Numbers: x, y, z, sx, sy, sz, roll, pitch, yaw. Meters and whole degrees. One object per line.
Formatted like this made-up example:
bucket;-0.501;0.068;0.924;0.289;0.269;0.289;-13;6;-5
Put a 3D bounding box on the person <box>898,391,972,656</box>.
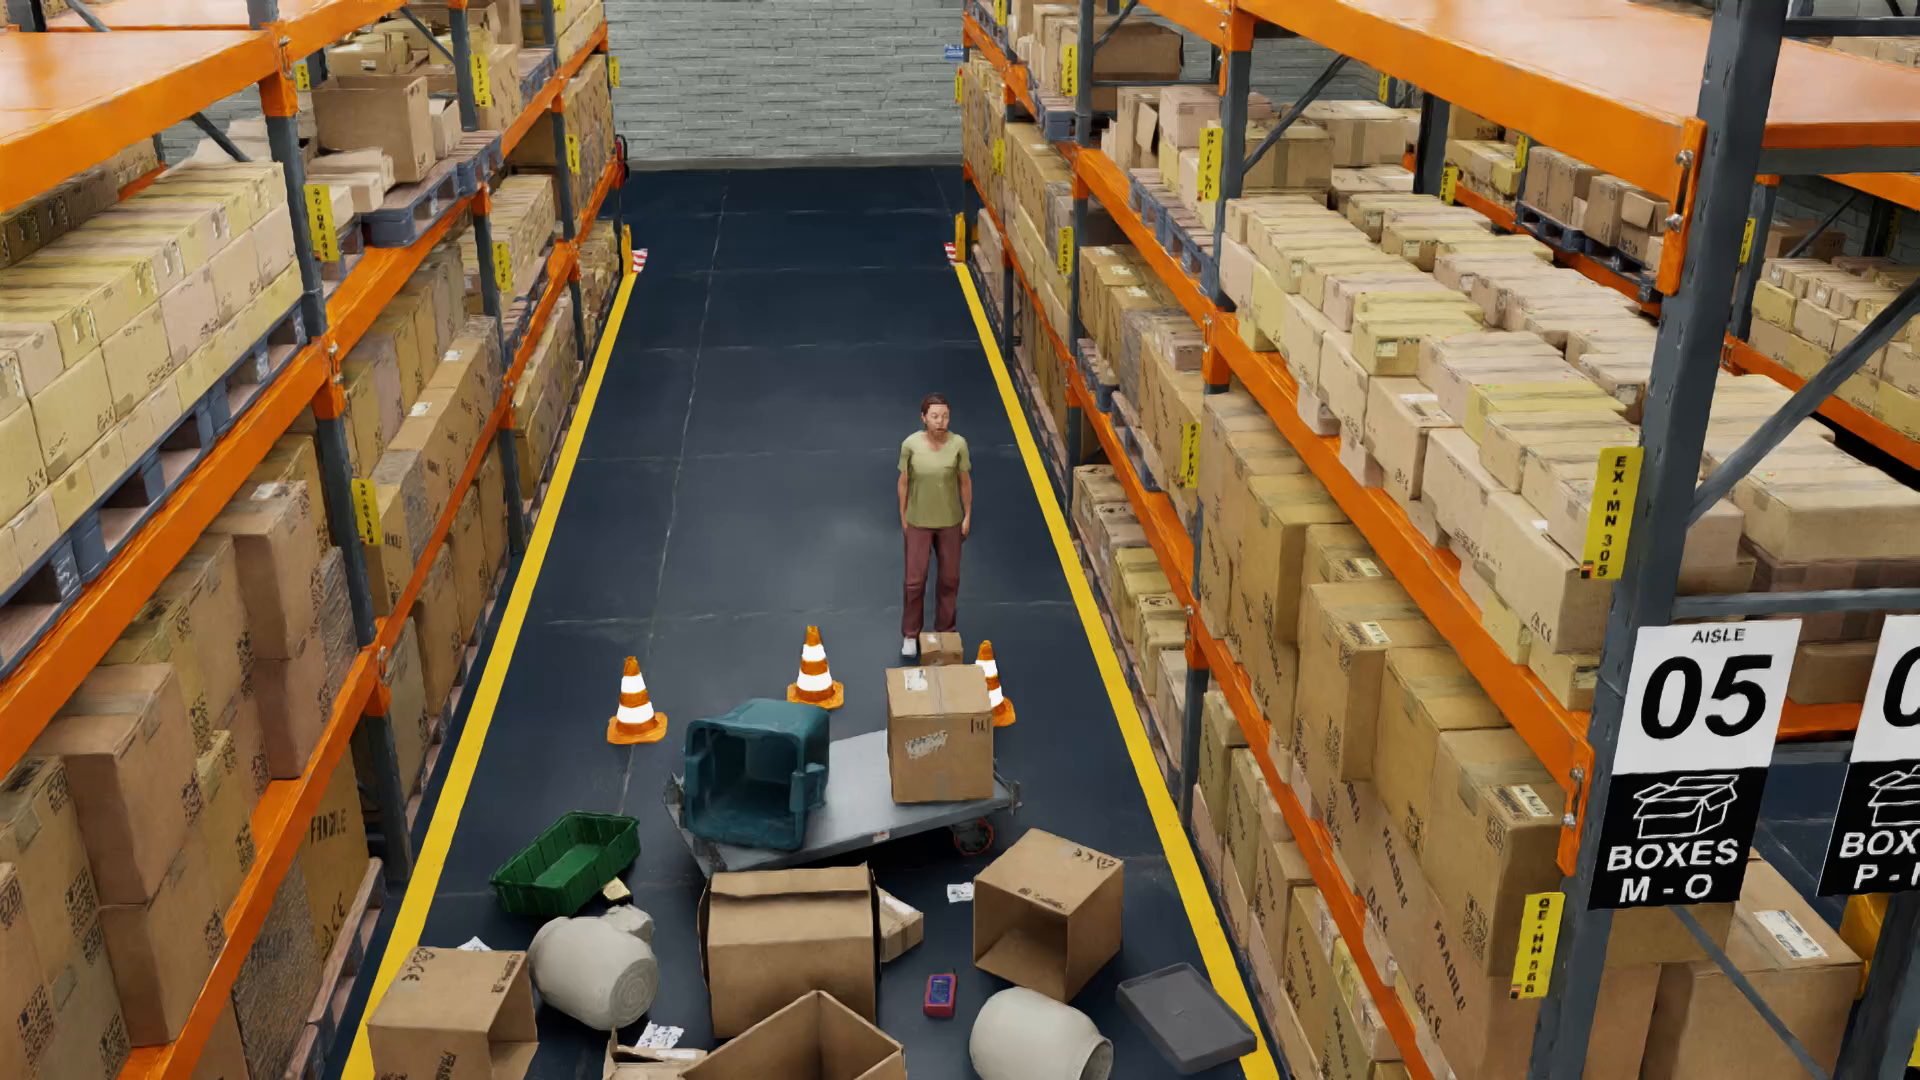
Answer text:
person;-0.150;-0.106;10.344;0.462;1.674;0.418;-2;24;-4
